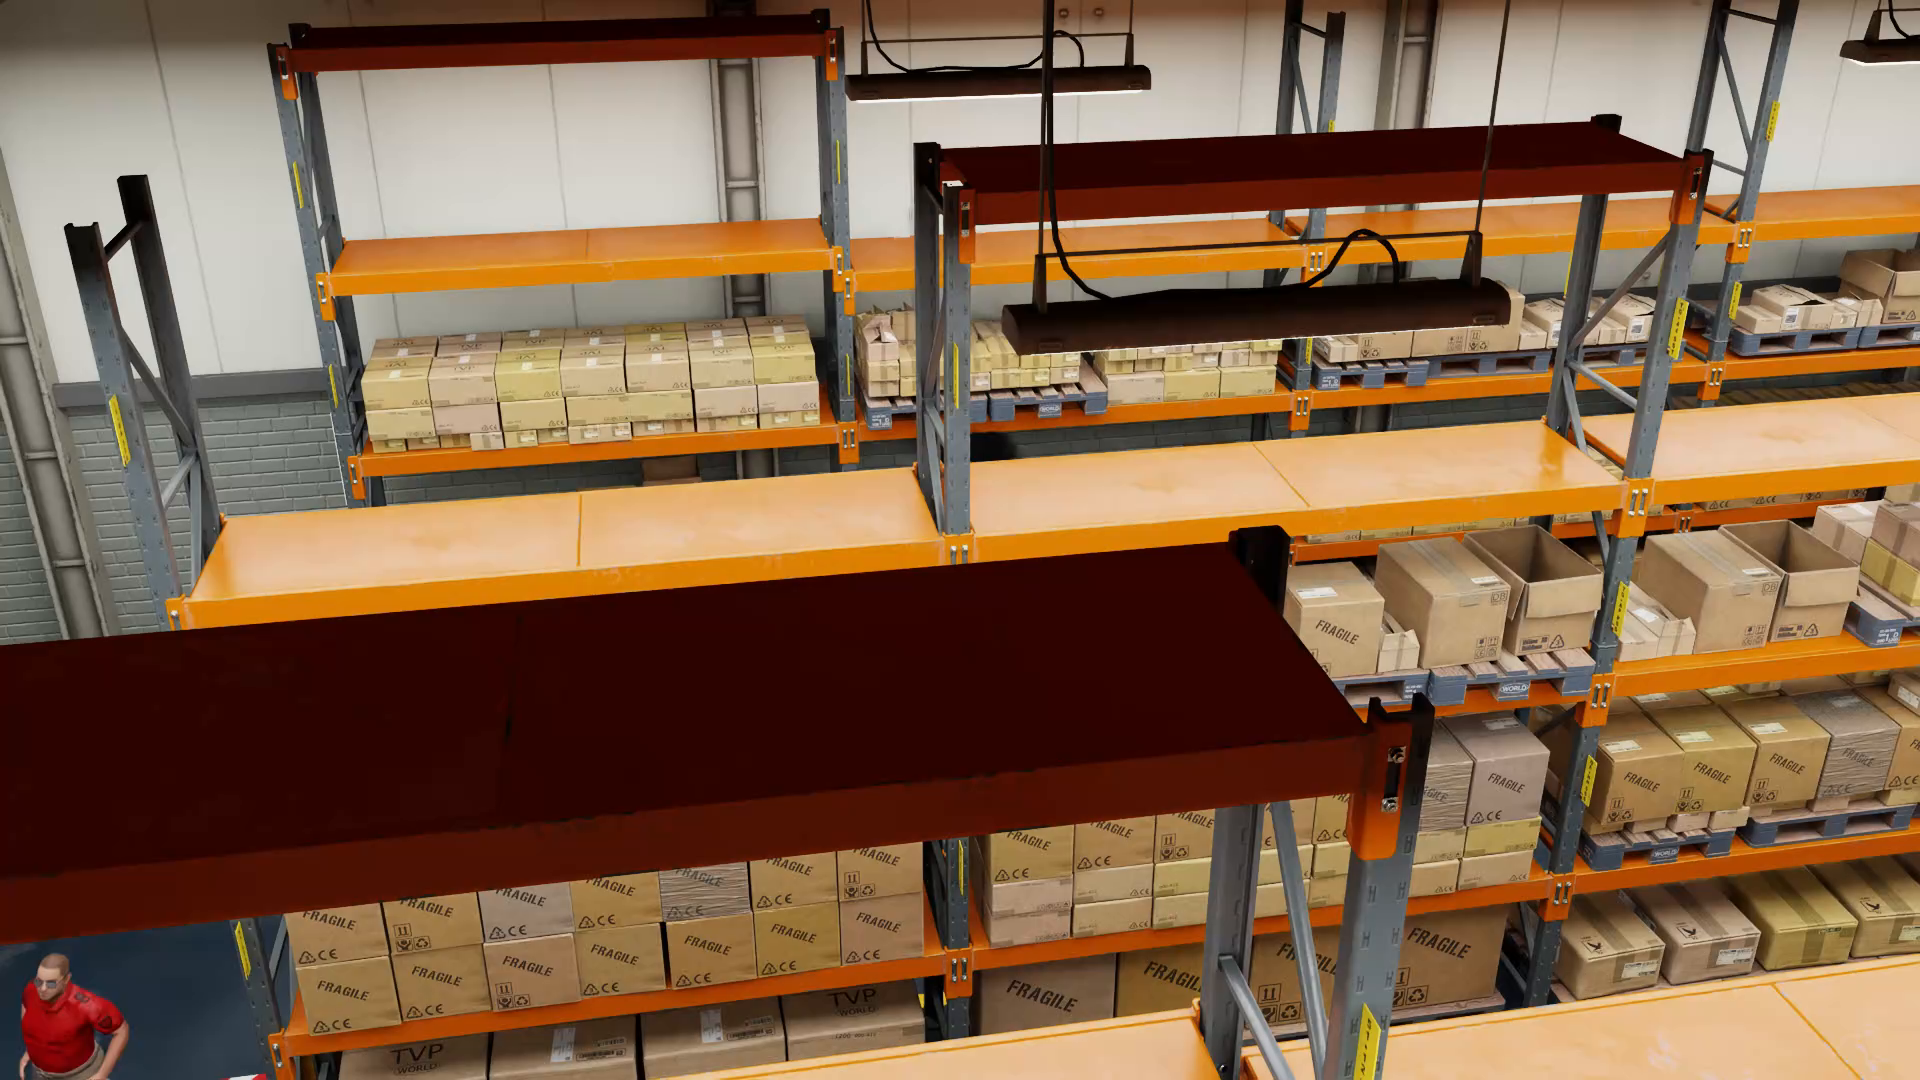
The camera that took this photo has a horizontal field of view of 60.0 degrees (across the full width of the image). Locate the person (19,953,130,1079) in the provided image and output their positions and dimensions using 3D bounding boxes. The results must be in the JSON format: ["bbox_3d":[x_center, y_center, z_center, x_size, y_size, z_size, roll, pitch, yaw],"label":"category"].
[{"bbox_3d":[-5.248,3.122,9.911,0.744,1.684,0.753,7,27,14],"label":"person"}]

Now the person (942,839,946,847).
[{"bbox_3d":[-0.159,1.612,12.442,0.580,1.679,0.587,-6,26,-12],"label":"person"}]
